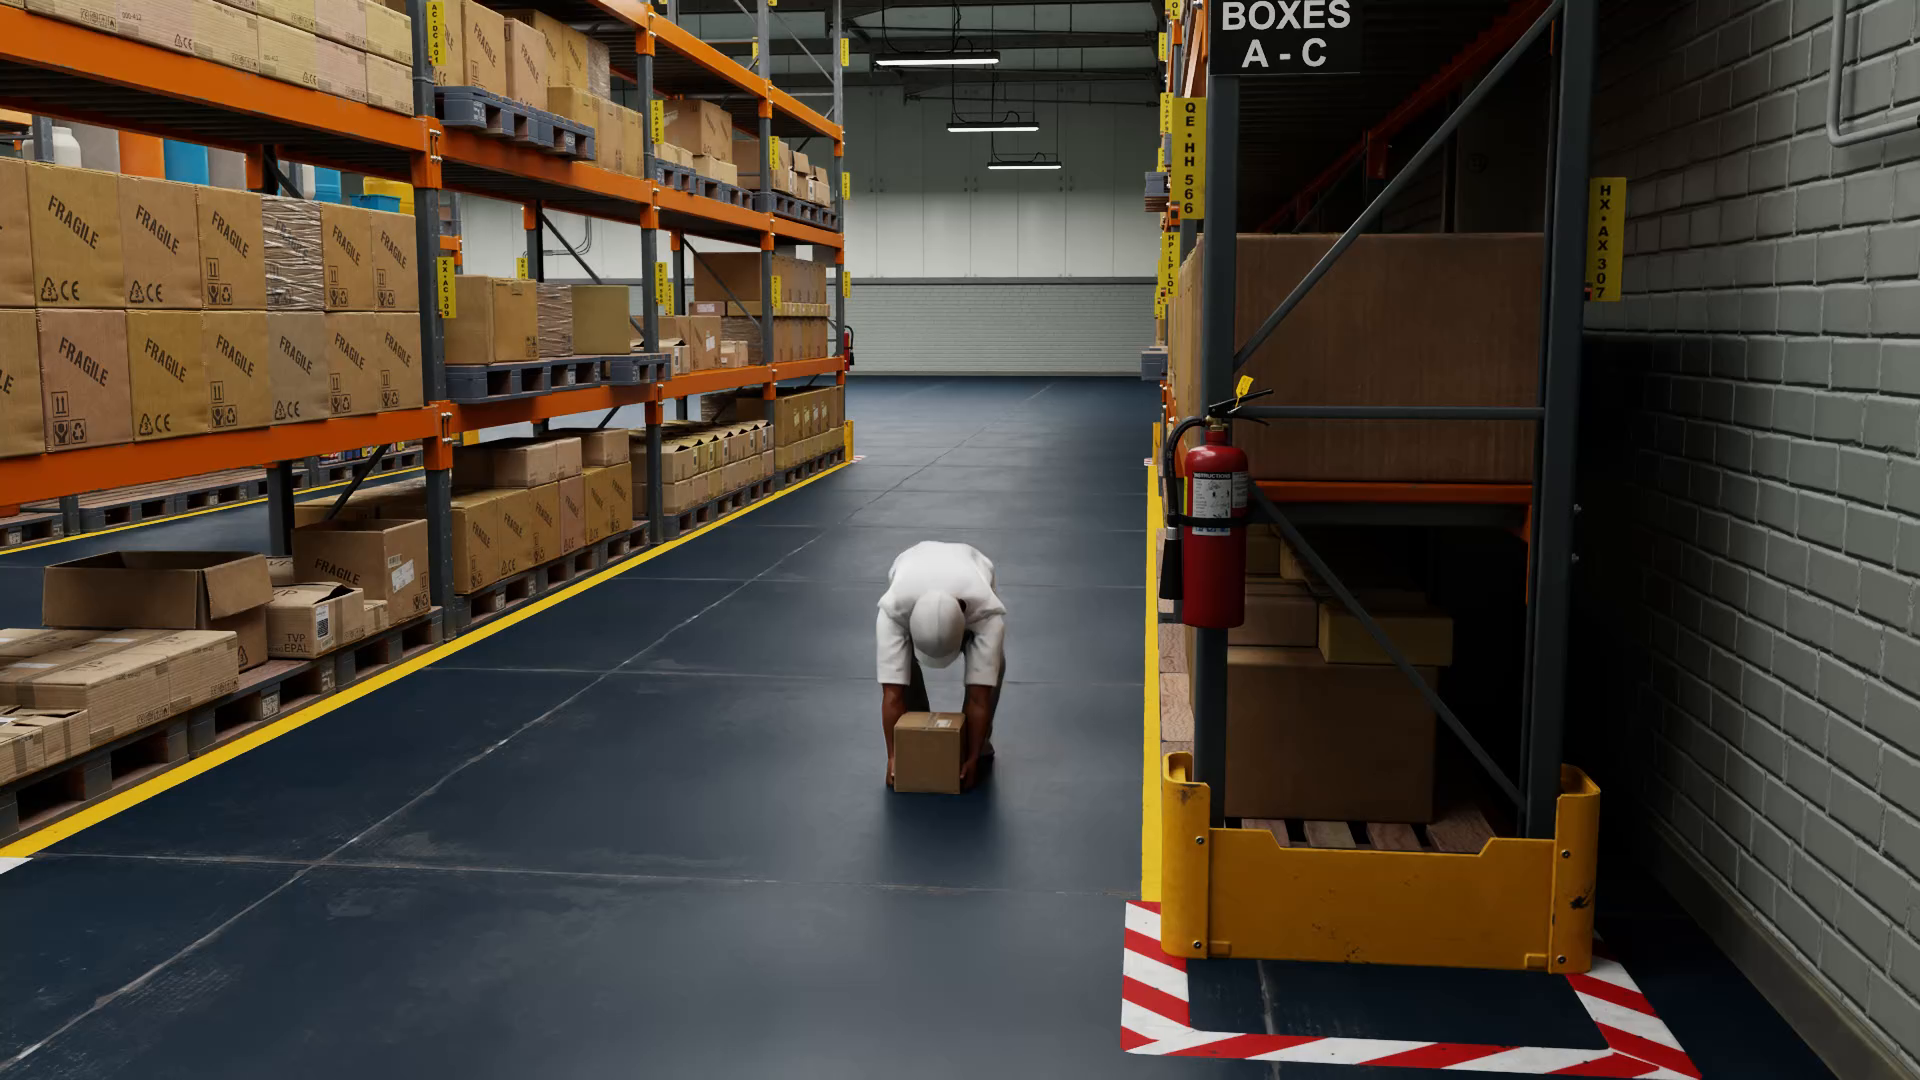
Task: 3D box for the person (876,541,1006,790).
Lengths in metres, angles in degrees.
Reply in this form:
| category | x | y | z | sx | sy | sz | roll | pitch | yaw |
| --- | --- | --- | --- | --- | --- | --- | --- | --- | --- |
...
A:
| category | x | y | z | sx | sy | sz | roll | pitch | yaw |
| --- | --- | --- | --- | --- | --- | --- | --- | --- | --- |
| person | -0.066 | 0.472 | 6.601 | 0.505 | 0.886 | 0.979 | 0 | 8 | 3 |
